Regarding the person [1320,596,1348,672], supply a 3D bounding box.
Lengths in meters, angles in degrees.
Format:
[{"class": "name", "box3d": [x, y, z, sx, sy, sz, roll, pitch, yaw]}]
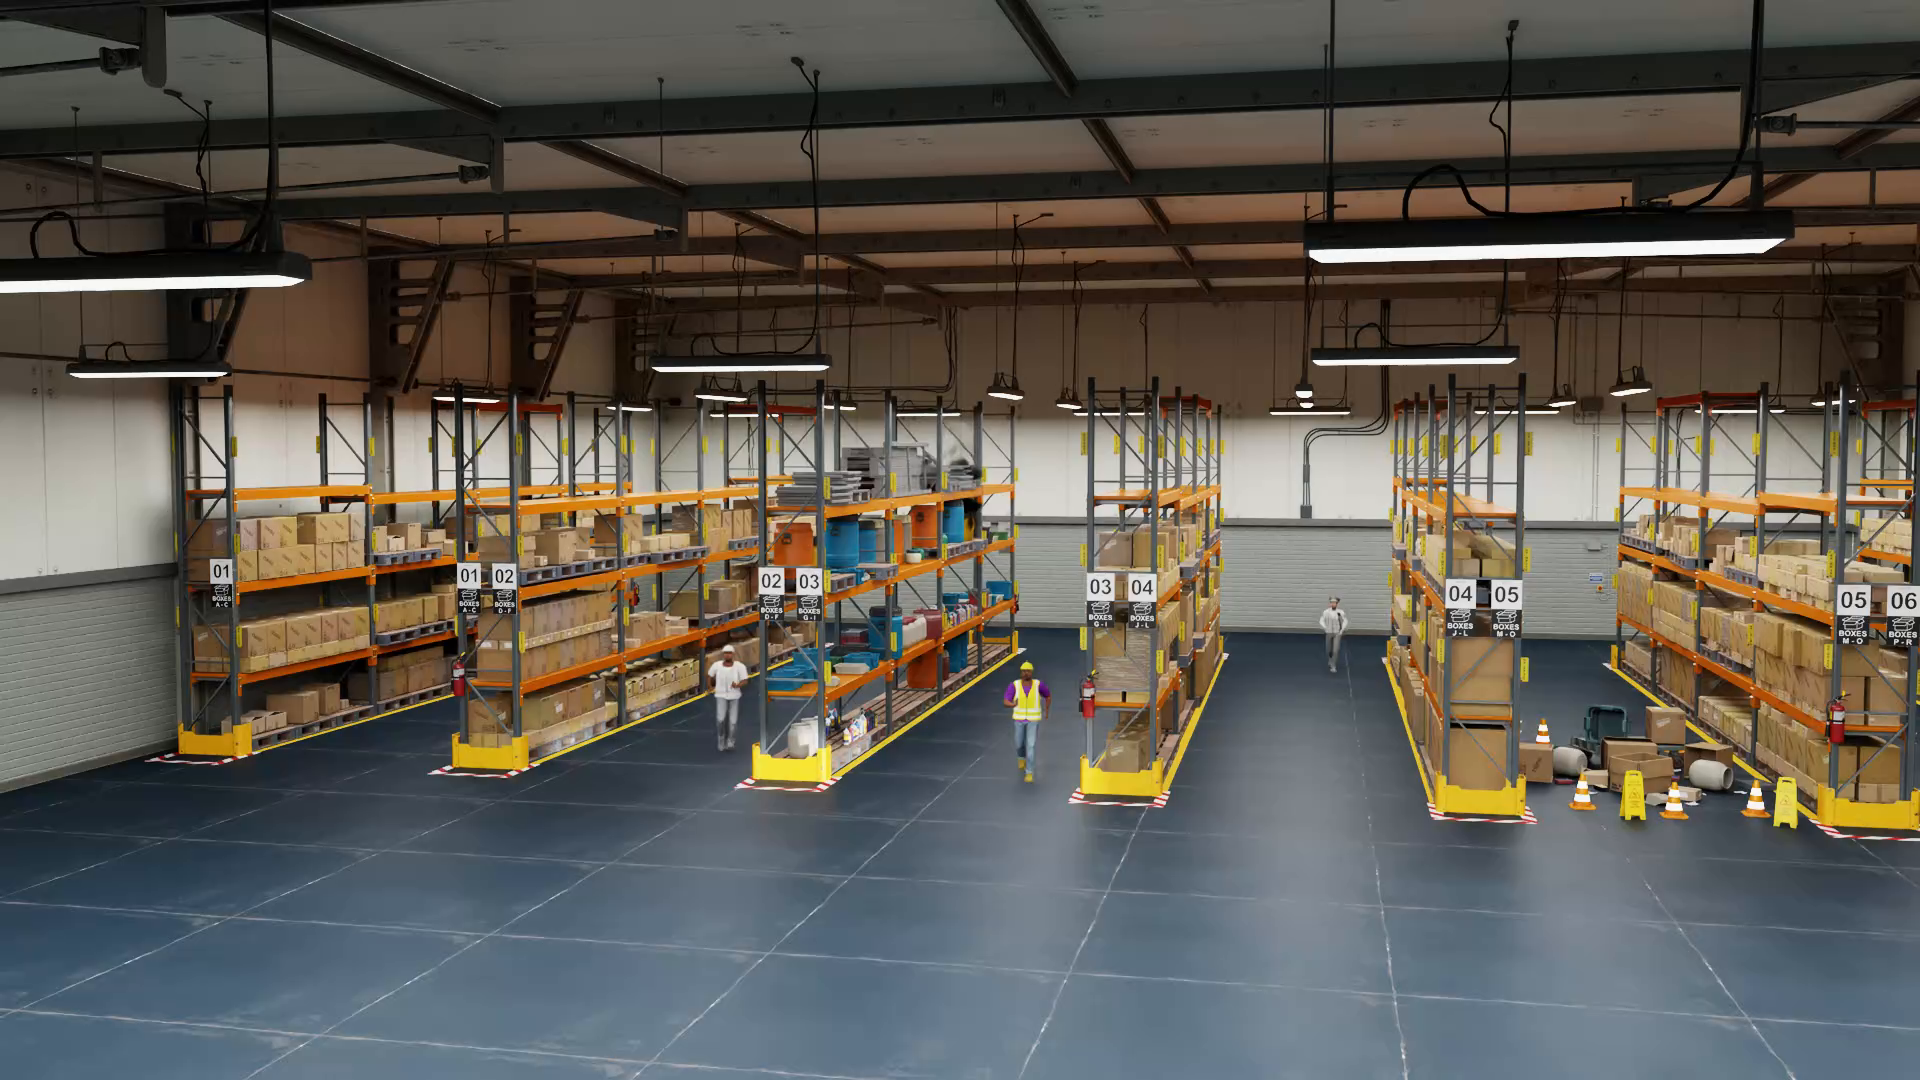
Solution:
[{"class": "person", "box3d": [8.362, 2.098, 37.247, 0.612, 1.692, 0.637, 1, 3, 21]}]

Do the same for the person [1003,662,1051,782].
[{"class": "person", "box3d": [1.006, 2.706, 25.026, 0.712, 1.744, 0.961, 0, 3, 7]}]

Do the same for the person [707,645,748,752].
[{"class": "person", "box3d": [-3.815, 2.595, 27.262, 0.676, 1.754, 0.681, 0, 3, -7]}]
